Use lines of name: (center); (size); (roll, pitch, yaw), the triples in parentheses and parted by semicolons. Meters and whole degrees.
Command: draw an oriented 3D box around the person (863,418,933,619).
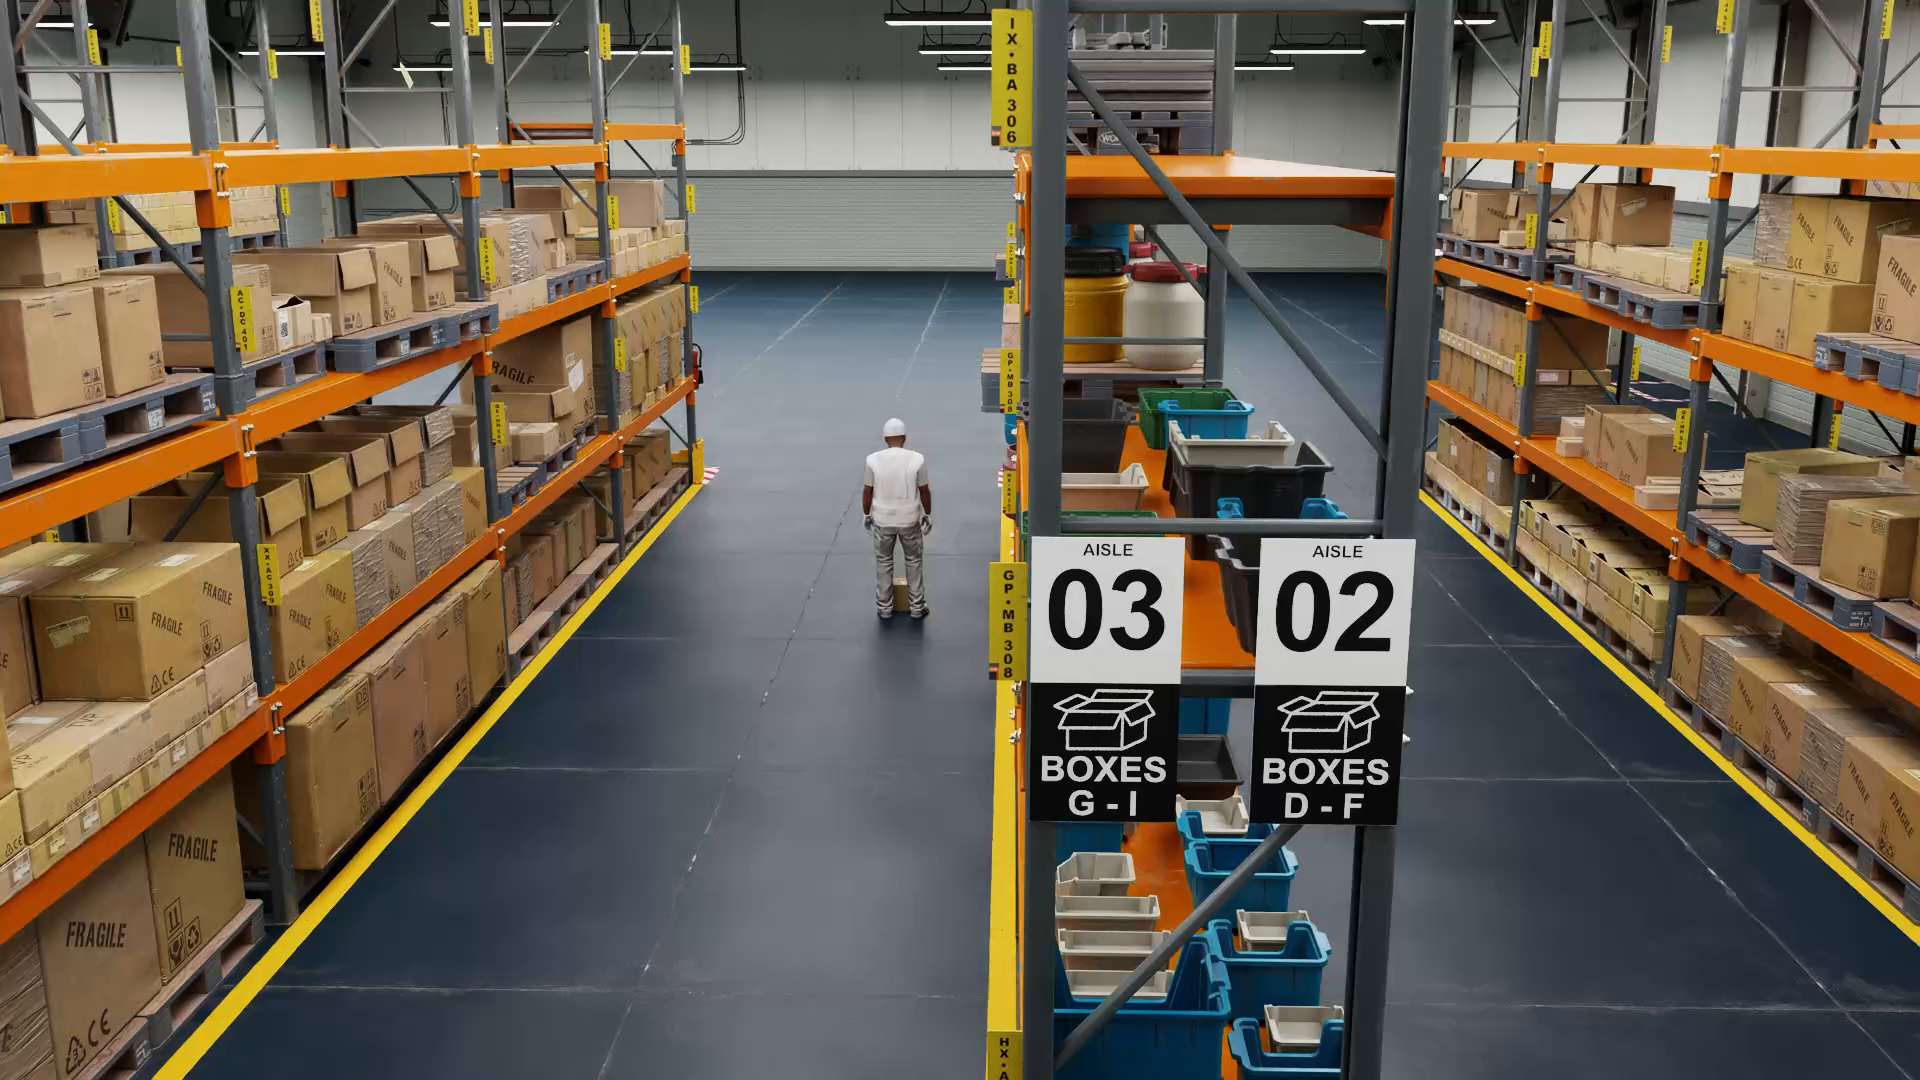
person: (-0.552, -0.188, 14.739); (0.618, 1.775, 0.446); (0, 14, 2)
